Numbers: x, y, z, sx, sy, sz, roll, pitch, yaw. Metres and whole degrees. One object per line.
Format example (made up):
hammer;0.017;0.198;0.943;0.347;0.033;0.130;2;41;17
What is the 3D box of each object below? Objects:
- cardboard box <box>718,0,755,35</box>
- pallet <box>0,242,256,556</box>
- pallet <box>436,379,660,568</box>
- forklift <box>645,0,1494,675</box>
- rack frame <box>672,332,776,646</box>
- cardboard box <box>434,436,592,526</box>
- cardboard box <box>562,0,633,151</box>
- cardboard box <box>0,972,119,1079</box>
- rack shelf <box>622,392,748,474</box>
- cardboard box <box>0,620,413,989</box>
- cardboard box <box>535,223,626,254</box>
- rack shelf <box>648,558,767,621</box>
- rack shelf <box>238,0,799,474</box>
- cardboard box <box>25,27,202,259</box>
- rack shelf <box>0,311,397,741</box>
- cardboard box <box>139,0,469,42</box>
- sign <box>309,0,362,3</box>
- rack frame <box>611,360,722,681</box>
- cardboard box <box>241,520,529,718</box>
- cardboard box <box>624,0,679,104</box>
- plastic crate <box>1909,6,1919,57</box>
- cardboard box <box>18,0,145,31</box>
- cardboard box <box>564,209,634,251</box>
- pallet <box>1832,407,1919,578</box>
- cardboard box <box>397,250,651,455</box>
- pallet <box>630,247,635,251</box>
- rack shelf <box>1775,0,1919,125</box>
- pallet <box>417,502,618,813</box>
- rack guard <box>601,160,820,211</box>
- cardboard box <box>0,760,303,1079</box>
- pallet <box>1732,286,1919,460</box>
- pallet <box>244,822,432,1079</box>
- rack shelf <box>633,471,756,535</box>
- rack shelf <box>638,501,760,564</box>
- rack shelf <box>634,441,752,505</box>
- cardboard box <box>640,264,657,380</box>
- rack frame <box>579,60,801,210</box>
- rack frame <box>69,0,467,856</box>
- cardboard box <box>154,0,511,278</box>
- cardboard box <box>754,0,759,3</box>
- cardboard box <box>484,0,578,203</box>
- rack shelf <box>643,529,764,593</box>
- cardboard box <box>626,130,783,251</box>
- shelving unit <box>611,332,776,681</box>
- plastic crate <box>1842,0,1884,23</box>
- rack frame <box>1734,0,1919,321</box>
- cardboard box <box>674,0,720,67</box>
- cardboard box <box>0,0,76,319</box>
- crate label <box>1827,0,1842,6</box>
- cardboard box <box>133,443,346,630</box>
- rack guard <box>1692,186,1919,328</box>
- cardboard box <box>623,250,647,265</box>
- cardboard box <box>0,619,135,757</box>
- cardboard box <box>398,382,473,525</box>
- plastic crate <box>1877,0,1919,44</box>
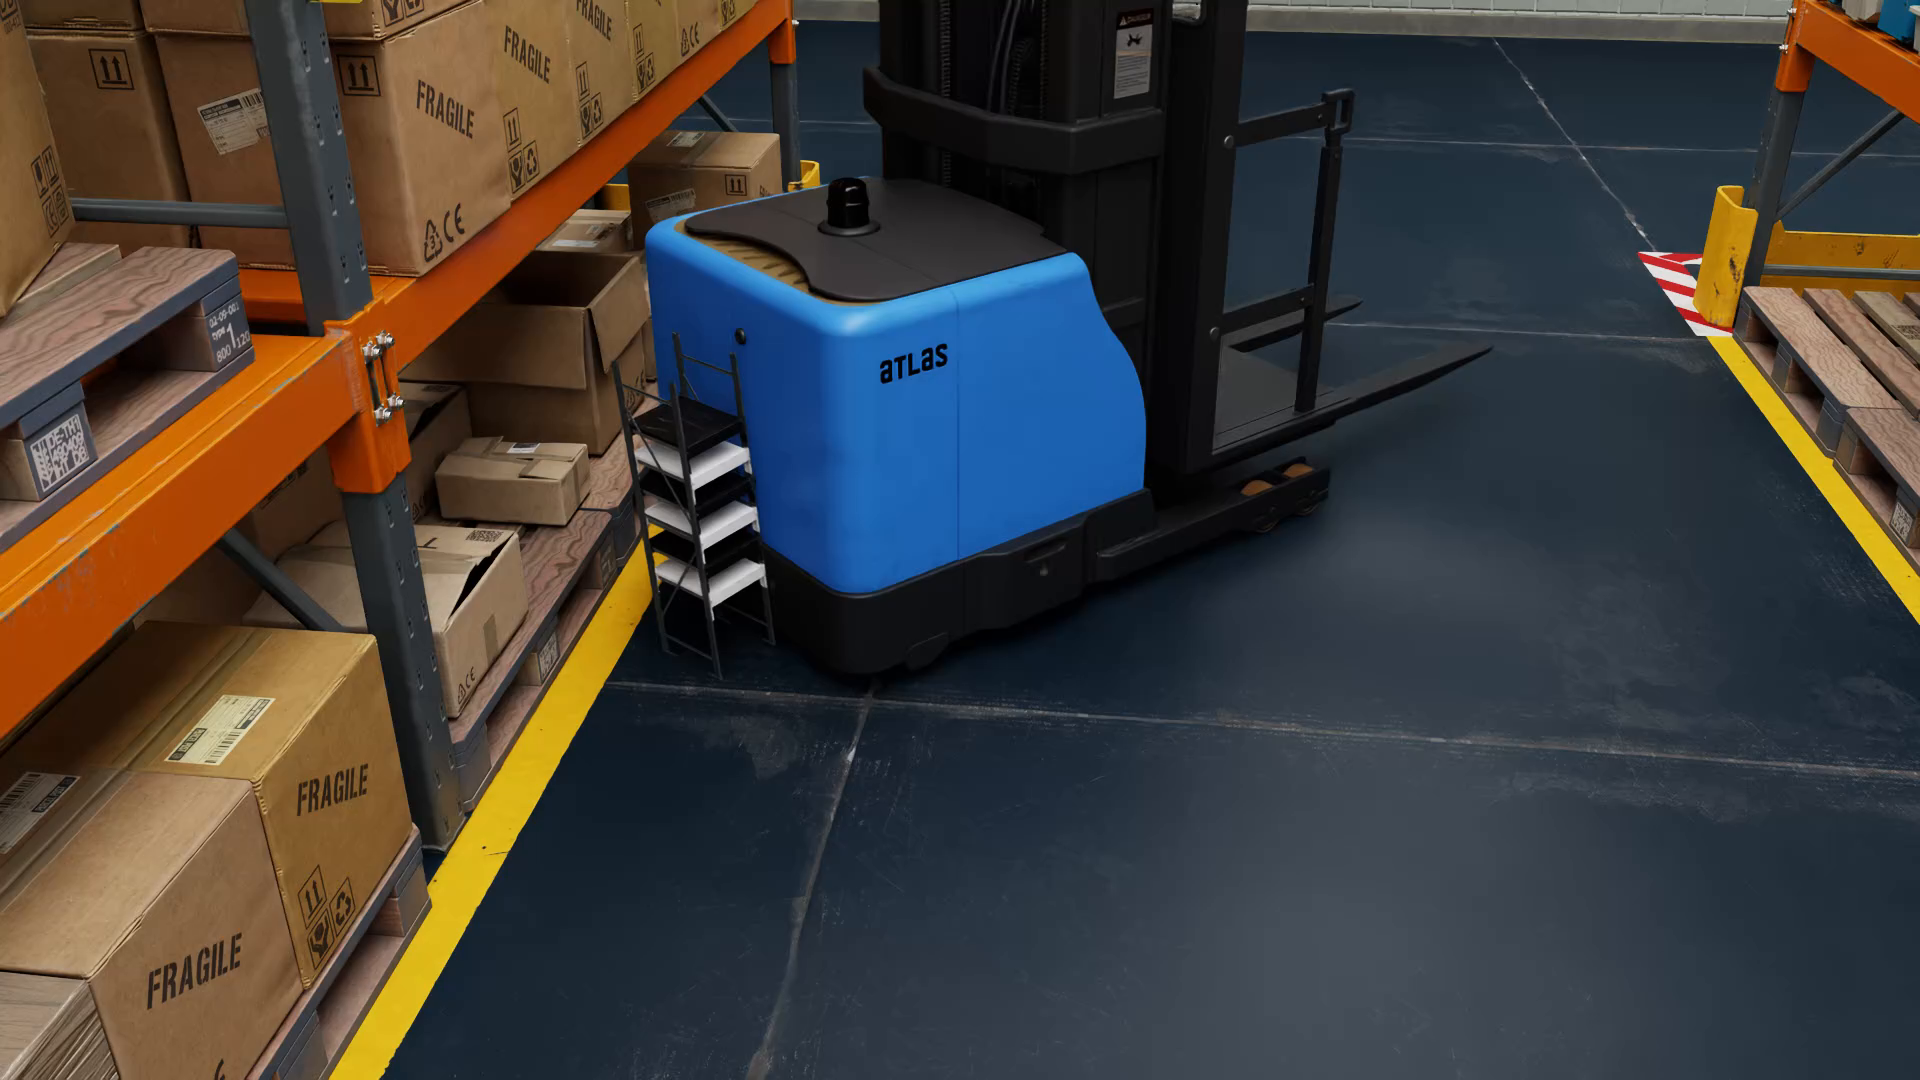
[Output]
cardboard box;-1.042;-2.099;5.877;0.500;0.500;0.500;4;29;7
pallet;-1.894;-0.188;2.640;1.003;0.211;1.213;3;28;6
pallet;-1.455;-0.314;5.611;1.003;0.211;1.213;3;28;6
forklift;0.574;-1.489;4.923;3.031;2.935;1.130;-21;35;-33
rack frame;-0.633;-0.122;4.496;0.240;0.900;0.006;22;40;35
cardboard box;-1.325;-0.182;4.948;0.380;0.166;0.250;3;28;6
cardboard box;-1.231;-1.387;4.557;0.500;0.500;0.500;3;28;6
cardboard box;-1.594;0.981;2.438;0.500;0.500;0.500;4;29;7
rack shelf;-0.711;-0.280;4.308;0.258;0.077;0.200;22;40;35
cardboard box;-1.463;0.513;3.307;0.500;0.500;0.500;3;28;6
cardboard box;-1.607;-1.034;6.442;0.500;0.250;0.500;3;28;6
rack shelf;-0.688;0.102;4.544;0.258;0.077;0.200;22;40;35
rack shelf;-1.442;-1.267;5.199;1.077;0.370;4.000;3;28;6
cardboard box;-1.881;-0.937;3.721;0.500;0.500;0.500;4;29;7
rack shelf;-1.932;0.615;1.704;1.077;0.370;4.000;3;28;6
cardboard box;-1.350;-1.332;3.401;0.500;0.500;0.500;4;29;8
sign;-1.136;-1.122;2.949;0.100;0.325;0.005;3;28;6
rack frame;-0.765;-0.035;4.368;0.240;0.900;0.006;22;40;35
cardboard box;-1.421;0.162;4.157;0.500;0.311;0.500;3;28;6
cardboard box;-1.171;-1.627;5.002;0.500;0.500;0.500;3;28;5
plastic crate;3.157;-1.584;5.242;0.250;0.136;0.298;3;28;6
cardboard box;-1.882;-1.380;3.489;0.500;0.500;0.500;3;29;6
cardboard box;-1.590;-1.287;7.018;0.380;0.149;0.250;3;28;6
pallet;3.427;-0.050;5.120;1.003;0.211;1.213;3;28;6
cardboard box;-1.462;-0.622;5.410;0.797;0.503;0.637;3;28;6
pallet;-1.303;-0.887;6.674;1.003;0.211;1.213;3;28;6
rack shelf;3.473;-0.978;4.661;1.077;0.370;4.000;3;28;6
pallet;-1.602;0.262;4.542;1.003;0.211;1.213;3;28;6
rack guard;-1.207;-1.389;7.302;1.175;0.500;0.348;3;28;6
cardboard box;-1.532;0.745;2.876;0.500;0.500;0.500;3;29;6
pallet;3.579;-0.622;6.183;1.003;0.211;1.213;3;28;6
pallet;-1.749;0.970;3.227;1.003;0.211;1.213;3;28;6
rack shelf;-0.702;-0.127;4.402;0.258;0.077;0.200;22;40;35
rack shelf;-0.697;-0.050;4.450;0.258;0.077;0.200;22;40;35
rack shelf;-0.707;-0.203;4.355;0.258;0.077;0.200;22;40;35
cardboard box;-1.166;-0.793;5.995;0.500;0.250;0.500;3;28;6
rack frame;-1.197;-2.526;6.775;1.000;3.000;0.127;3;28;6
rack frame;-1.687;-0.643;3.280;1.000;3.000;0.127;3;28;6
cardboard box;-1.354;-0.911;3.673;0.500;0.500;0.500;4;29;8
cardboard box;-0.982;-2.343;6.331;0.500;0.500;0.500;4;29;8
cardboard box;-1.295;-1.152;4.120;0.500;0.500;0.500;4;29;7
rack shelf;-0.693;0.026;4.497;0.258;0.077;0.200;22;40;35
cardboard box;-1.019;-1.349;6.762;0.500;0.500;0.500;3;28;6
shelving unit;-0.699;-0.079;4.432;0.258;0.900;0.210;22;40;35
plastic crate;3.240;-1.903;5.835;0.250;0.136;0.298;3;28;6
rack frame;3.718;-2.236;6.238;1.000;3.000;0.127;3;28;6
cardboard box;-1.109;-1.864;5.442;0.500;0.500;0.500;4;29;7
cardboard box;-1.967;-0.662;2.767;0.700;0.500;0.500;-6;29;-11
crate label;3.361;-2.092;6.083;0.416;0.233;0.303;3;28;6
cardboard box;-1.899;-0.021;4.297;0.500;0.500;0.500;3;28;6
rack guard;3.708;-1.148;6.853;1.175;0.500;0.348;3;28;6
cardboard box;-1.158;-1.016;6.497;0.380;0.166;0.250;3;28;6
cardboard box;-1.988;0.478;3.373;0.500;0.500;0.500;2;28;4
cardboard box;-1.807;-0.290;4.998;0.500;0.311;0.500;3;28;6
plastic crate;3.281;-1.782;5.508;0.416;0.233;0.300;3;28;6
